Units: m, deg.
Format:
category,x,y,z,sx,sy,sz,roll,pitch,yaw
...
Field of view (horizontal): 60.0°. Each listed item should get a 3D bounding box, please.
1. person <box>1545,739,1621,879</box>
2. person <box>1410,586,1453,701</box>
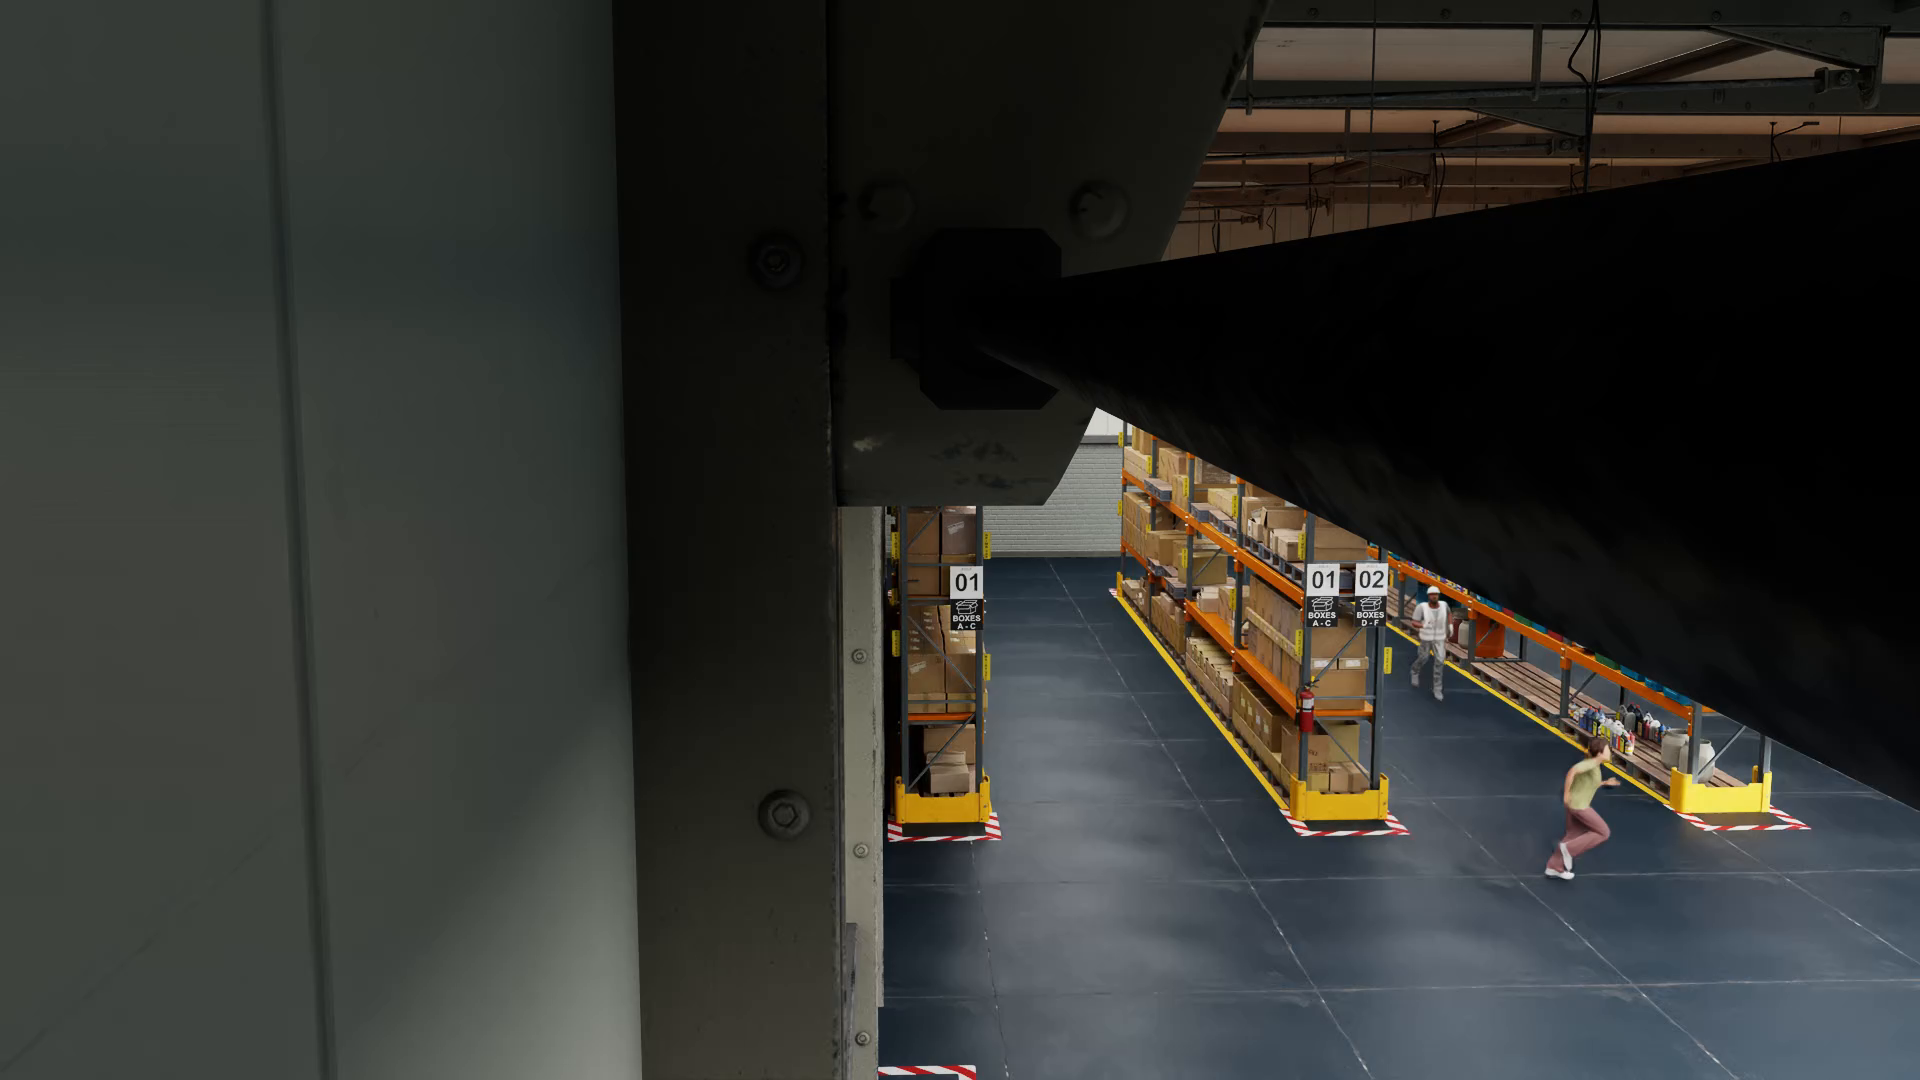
category,x,y,z,sx,sy,sz,roll,pitch,yaw
person,6.890,2.970,18.371,0.748,1.593,0.569,2,8,14
person,7.706,1.632,27.187,0.695,1.808,0.988,0,8,1
